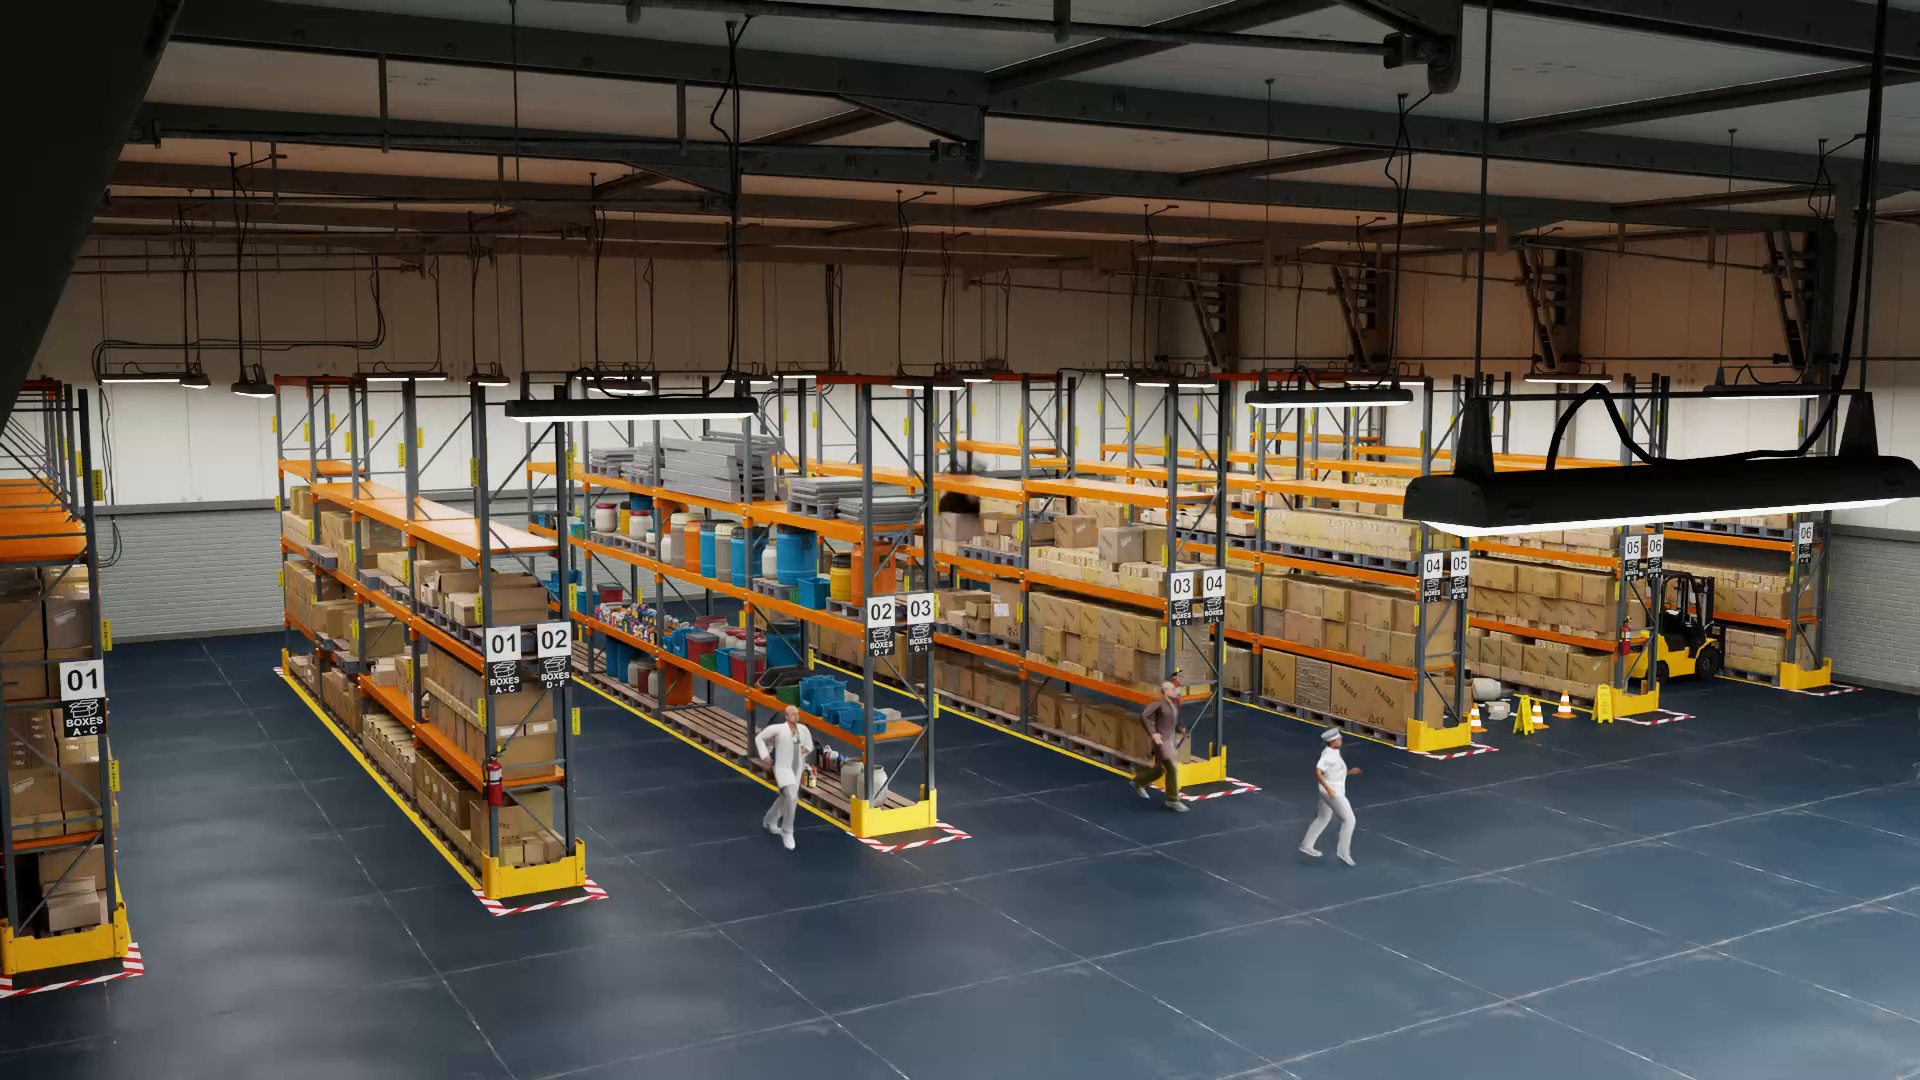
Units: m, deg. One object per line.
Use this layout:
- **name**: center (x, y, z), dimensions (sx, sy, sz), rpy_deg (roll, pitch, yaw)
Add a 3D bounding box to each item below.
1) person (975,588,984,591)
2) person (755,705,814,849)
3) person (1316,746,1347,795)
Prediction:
- **person**: center (0.395, 1.371, 33.815), dimensions (0.334, 0.798, 0.336), rpy_deg (-4, 8, -35)
- **person**: center (-2.280, 3.073, 21.901), dimensions (0.818, 1.812, 0.699), rpy_deg (6, 9, 43)
- **person**: center (4.632, 2.876, 20.823), dimensions (0.424, 0.579, 0.512), rpy_deg (0, 6, 0)
